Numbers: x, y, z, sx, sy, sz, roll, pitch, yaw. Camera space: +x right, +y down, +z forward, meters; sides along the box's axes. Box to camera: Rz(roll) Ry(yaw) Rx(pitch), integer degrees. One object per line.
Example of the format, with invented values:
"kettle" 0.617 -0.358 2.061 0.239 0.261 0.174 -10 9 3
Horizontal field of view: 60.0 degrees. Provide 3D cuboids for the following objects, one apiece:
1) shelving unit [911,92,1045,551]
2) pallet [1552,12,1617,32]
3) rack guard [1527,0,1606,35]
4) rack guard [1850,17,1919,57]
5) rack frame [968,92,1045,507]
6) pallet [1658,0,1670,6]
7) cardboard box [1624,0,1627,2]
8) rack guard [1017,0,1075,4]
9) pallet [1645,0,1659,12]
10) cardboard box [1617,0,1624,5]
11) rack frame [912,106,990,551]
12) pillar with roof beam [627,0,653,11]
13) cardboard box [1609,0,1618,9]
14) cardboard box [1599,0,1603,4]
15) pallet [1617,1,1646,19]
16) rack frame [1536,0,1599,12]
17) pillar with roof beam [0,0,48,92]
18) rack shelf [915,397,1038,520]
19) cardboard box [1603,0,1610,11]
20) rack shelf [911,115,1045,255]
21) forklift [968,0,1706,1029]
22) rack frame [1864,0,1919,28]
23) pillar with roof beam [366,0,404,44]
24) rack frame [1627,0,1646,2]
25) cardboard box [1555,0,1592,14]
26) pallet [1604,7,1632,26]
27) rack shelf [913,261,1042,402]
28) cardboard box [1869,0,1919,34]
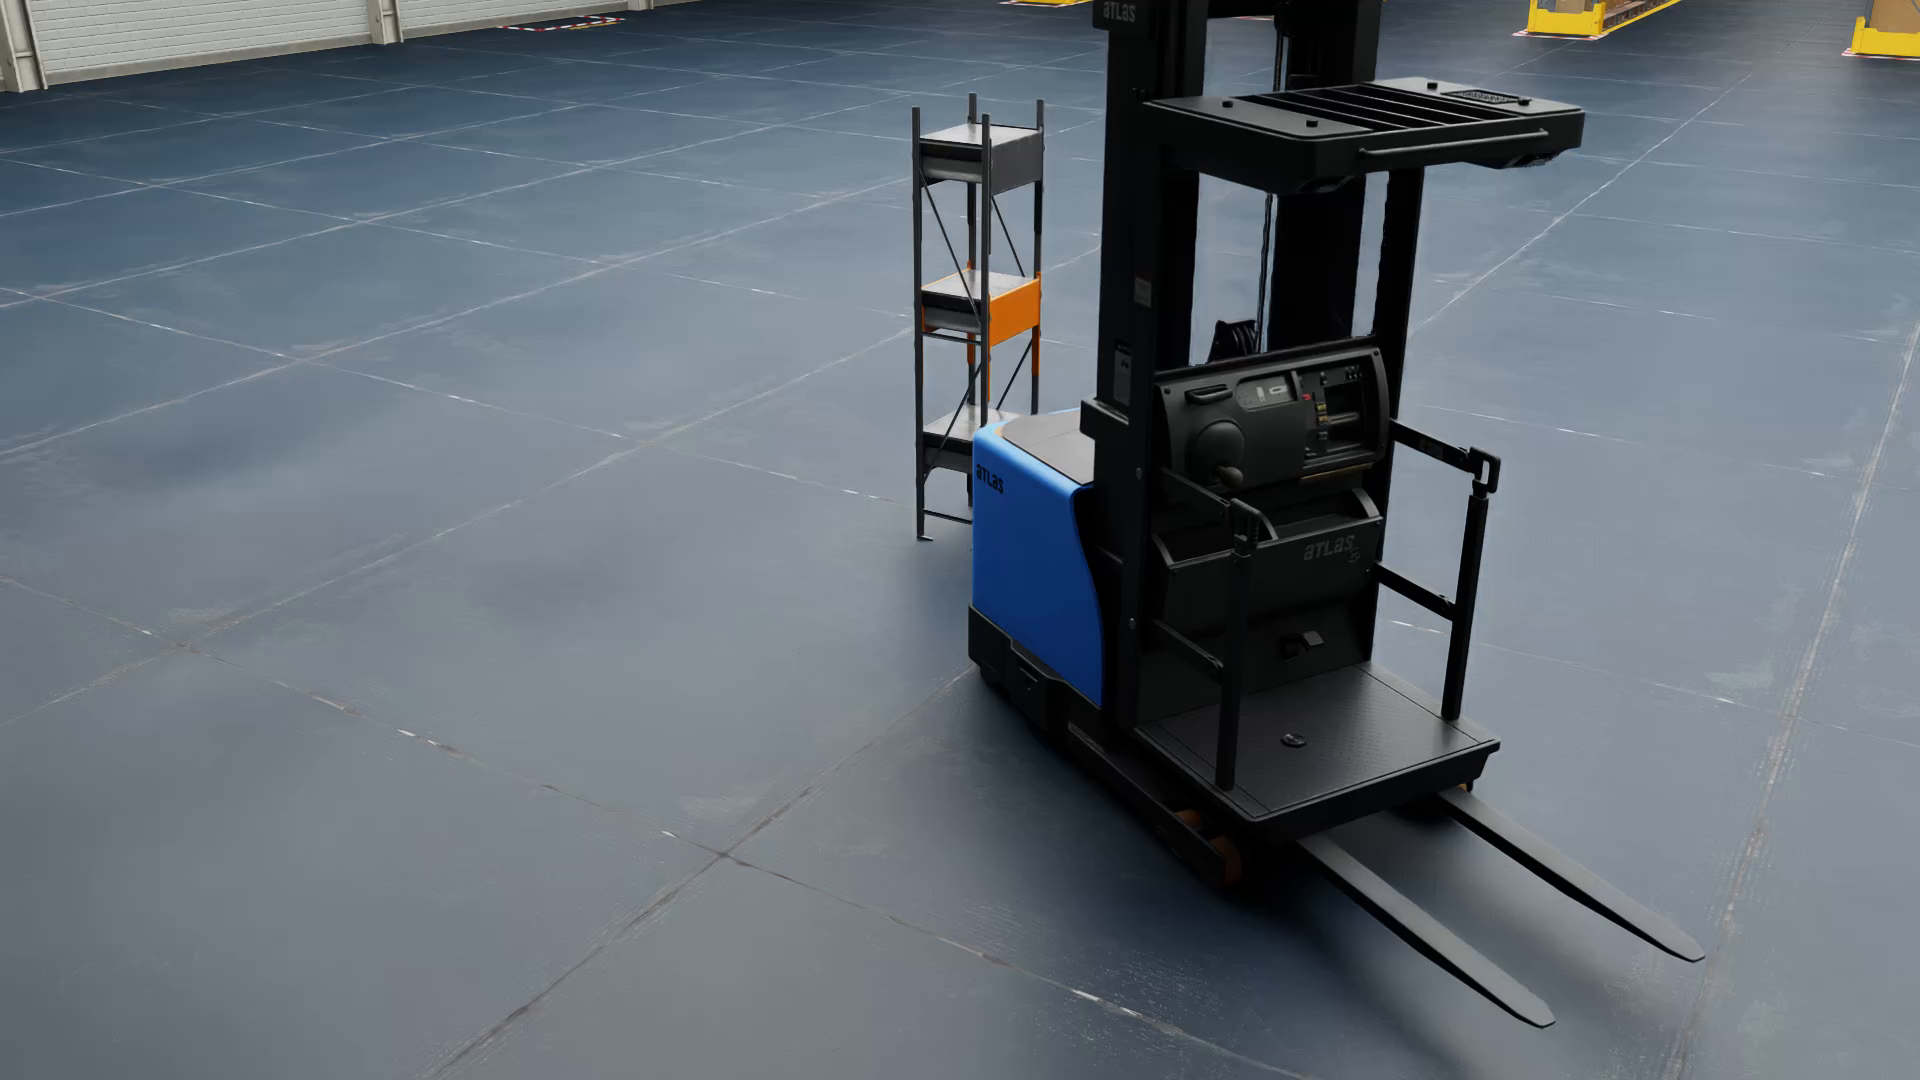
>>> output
"shelving unit" 0.087 -1.019 7.962 0.431 2.100 0.503 14 27 29
"pallet" 10.619 -8.904 28.551 1.003 0.211 1.213 14 27 29
"rack guard" 10.161 -8.769 27.877 1.175 0.500 0.348 14 27 29
"rack guard" 14.268 -7.662 25.320 1.175 0.500 0.348 14 27 29
"rack frame" 0.216 -1.102 8.152 0.400 2.100 0.015 14 27 29
"pallet" 13.283 -10.638 32.557 1.003 0.211 1.213 14 27 29
"cardboard box" 11.986 -10.160 30.561 0.500 0.500 0.500 13 27 27
"rack guard" 1.694 -10.813 32.598 1.175 0.500 0.348 14 27 29
"pallet" 12.640 -10.224 31.602 1.003 0.211 1.213 14 27 29
"cardboard box" 11.690 -9.965 30.111 0.500 0.500 0.500 -18 29 -36
"rack frame" -0.041 -0.937 7.772 0.400 2.100 0.015 14 27 29
"pillar with roof beam" -2.377 -13.248 27.526 9.100 9.000 0.400 14 27 29
"cardboard box" 11.429 -9.739 29.589 0.500 0.500 0.500 11 26 24
"cardboard box" 10.750 -9.353 28.696 0.500 0.500 0.500 -20 31 -39
"pallet" 11.906 -9.727 30.453 1.003 0.211 1.213 14 27 29
"rack frame" 10.121 -9.891 27.322 1.000 3.000 0.127 14 27 29
"pillar with roof beam" -8.707 -9.198 18.170 9.100 9.000 0.400 14 27 29
"rack shelf" 0.087 -0.365 8.245 0.431 0.518 0.480 14 27 29
"cardboard box" 11.097 -9.560 29.175 0.500 0.500 0.500 17 29 34
"rack shelf" 0.087 -1.649 7.689 0.431 0.518 0.480 14 27 29
"forklift" 1.177 -0.388 5.457 1.130 2.935 3.031 -12 26 -26
"rack frame" 14.281 -8.817 24.842 1.000 3.000 0.127 14 27 29
"pillar with roof beam" -5.542 -11.223 22.848 9.100 9.000 0.400 14 27 29
"rack frame" 12.231 -11.241 30.440 1.000 3.000 0.127 14 27 29
"cardboard box" 10.464 -9.144 28.214 0.500 0.500 0.500 20 30 38
"pallet" 11.264 -9.314 29.499 1.003 0.211 1.213 14 27 29
"rack shelf" 0.087 -1.007 7.967 0.431 0.518 0.480 14 27 29
"cardboard box" 14.583 -8.278 25.741 0.875 0.875 0.875 14 27 29
